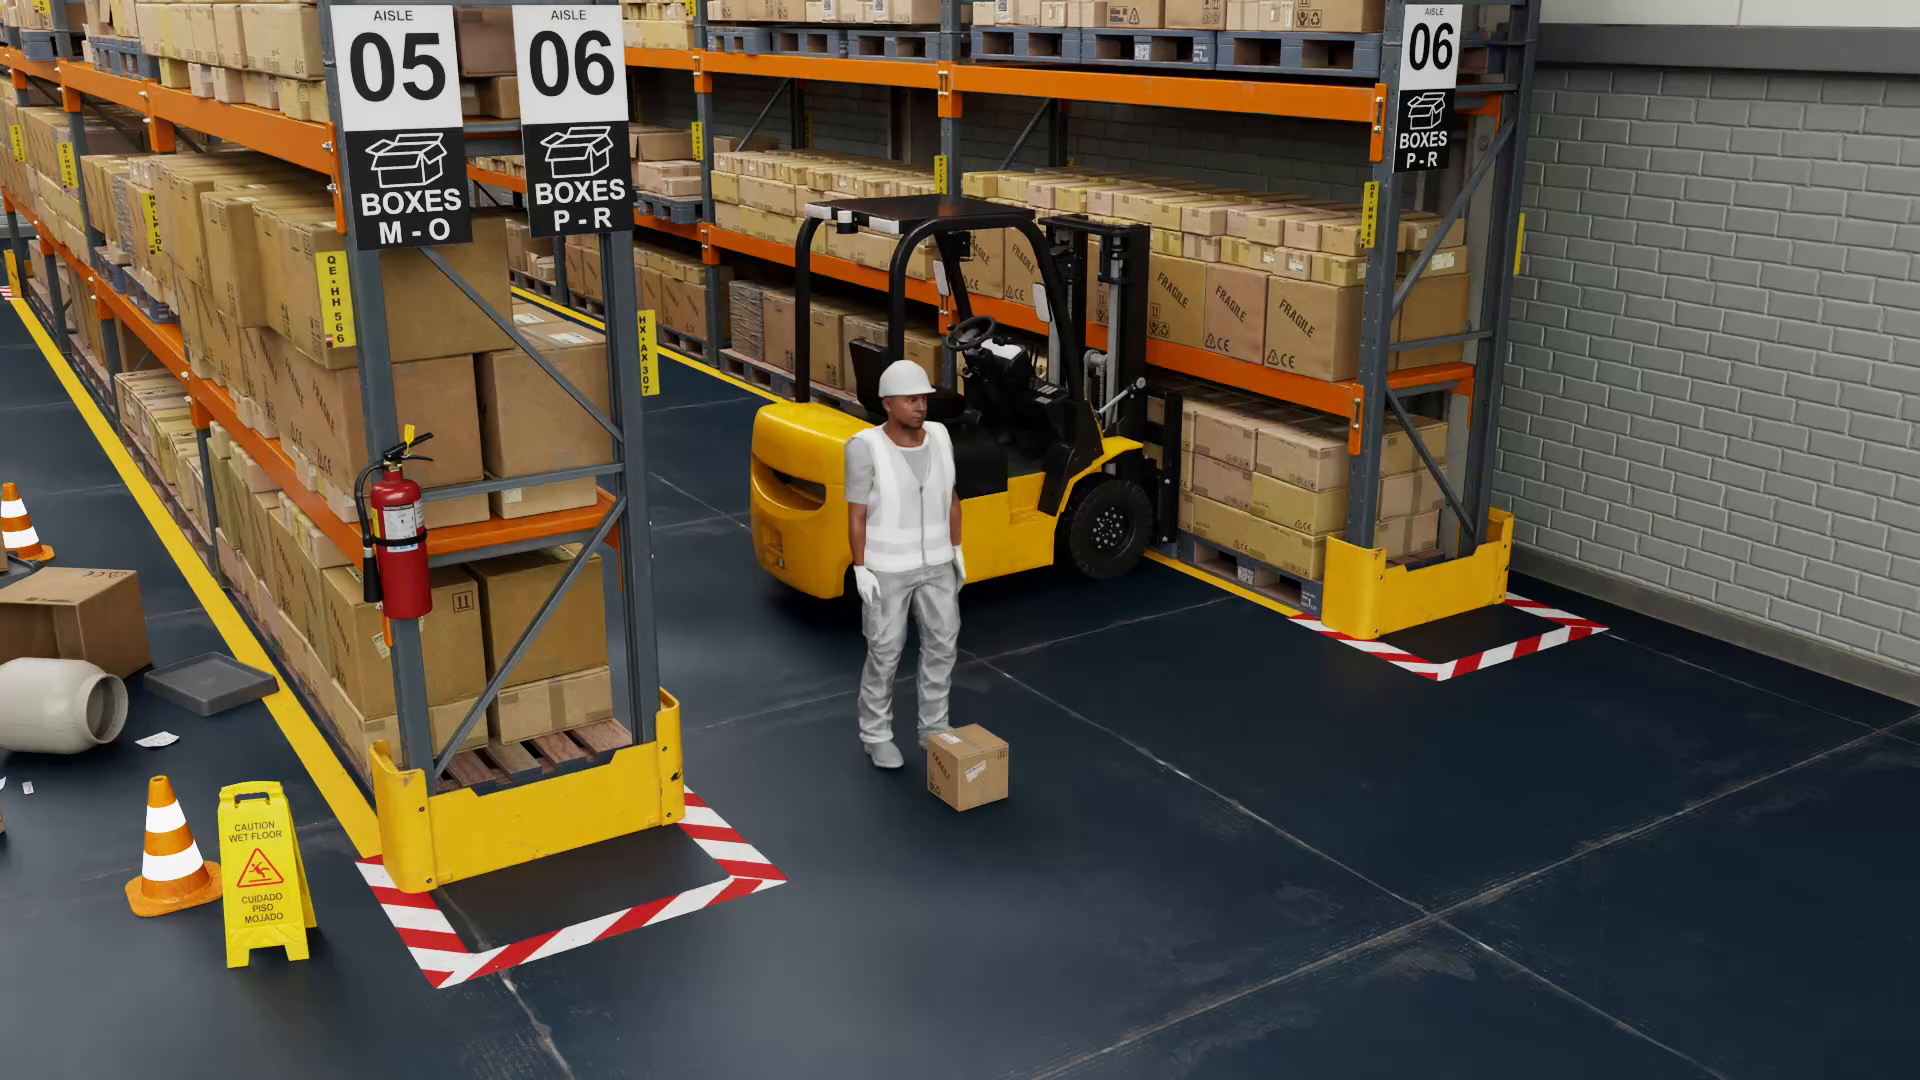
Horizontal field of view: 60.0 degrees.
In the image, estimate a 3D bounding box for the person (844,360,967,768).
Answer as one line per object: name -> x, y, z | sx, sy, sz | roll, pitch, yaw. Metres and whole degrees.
person -> -0.205, 0.116, 7.174 | 0.550, 1.787, 0.419 | -11, 21, -30
